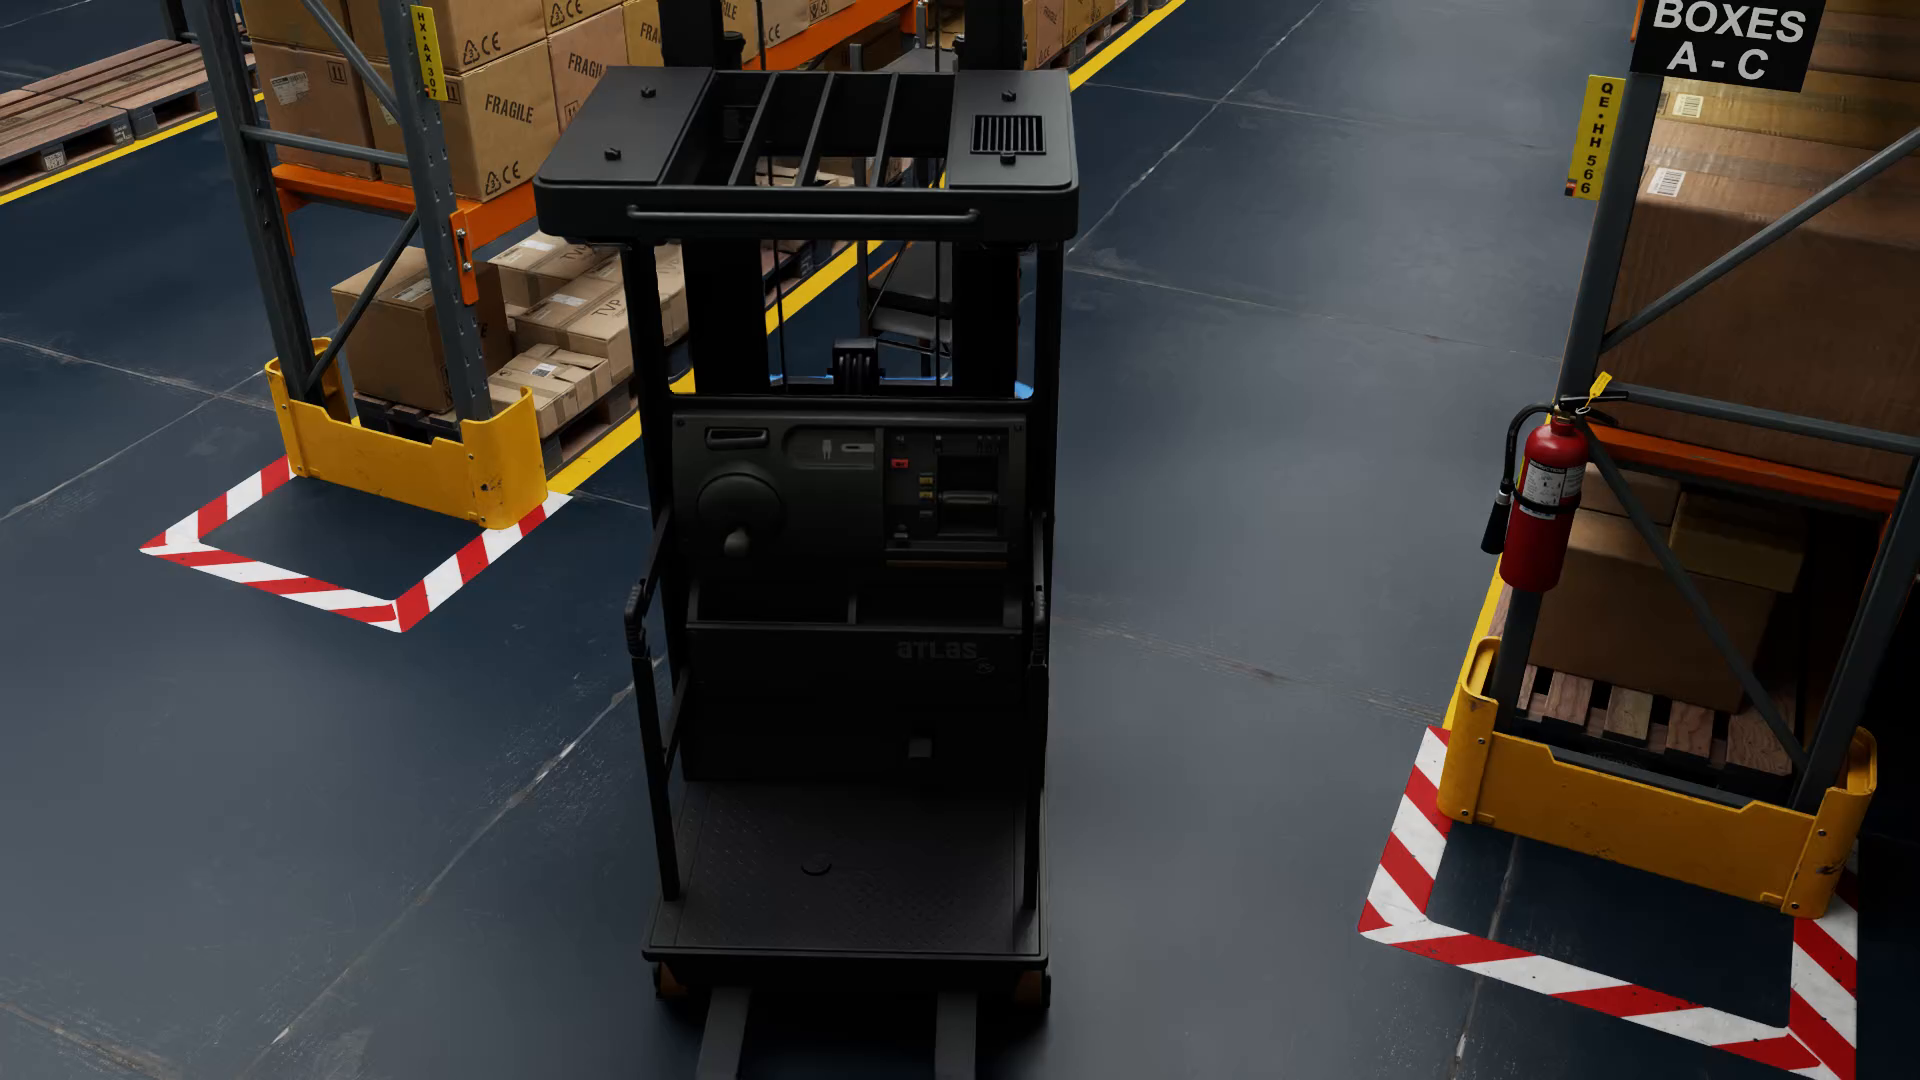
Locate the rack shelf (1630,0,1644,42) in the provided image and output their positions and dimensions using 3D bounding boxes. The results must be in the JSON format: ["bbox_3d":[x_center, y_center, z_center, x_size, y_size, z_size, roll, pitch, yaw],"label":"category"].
[{"bbox_3d":[2.984,-2.280,5.412,1.077,0.370,4.000,14,36,20],"label":"rack shelf"}]

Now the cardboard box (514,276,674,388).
[{"bbox_3d":[-1.660,-0.954,7.576,0.500,0.250,0.500,14,36,20],"label":"cardboard box"}]

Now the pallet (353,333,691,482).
[{"bbox_3d":[-1.989,-0.734,7.677,1.003,0.211,1.213,14,36,20],"label":"pallet"}]

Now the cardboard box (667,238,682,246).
[{"bbox_3d":[-1.462,-1.660,8.422,0.797,0.503,0.637,14,36,20],"label":"cardboard box"}]

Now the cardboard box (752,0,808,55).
[{"bbox_3d":[-1.084,-2.678,8.007,0.500,0.500,0.500,15,36,22],"label":"cardboard box"}]

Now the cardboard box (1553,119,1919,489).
[{"bbox_3d":[2.351,-0.712,4.827,0.980,0.700,0.700,16,36,23],"label":"cardboard box"}]

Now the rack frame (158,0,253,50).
[{"bbox_3d":[-5.178,-4.595,11.023,1.000,3.000,0.127,14,36,20],"label":"rack frame"}]

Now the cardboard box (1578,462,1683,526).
[{"bbox_3d":[2.237,-0.209,5.639,0.380,0.149,0.250,14,36,20],"label":"cardboard box"}]

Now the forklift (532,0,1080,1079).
[{"bbox_3d":[-0.295,-0.082,4.202,1.130,2.935,3.031,1,33,1],"label":"forklift"}]

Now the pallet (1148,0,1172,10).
[{"bbox_3d":[1.373,-4.684,13.701,1.003,0.211,1.213,14,36,20],"label":"pallet"}]

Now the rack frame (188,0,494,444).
[{"bbox_3d":[-2.354,-1.465,6.249,1.000,3.000,0.127,14,36,20],"label":"rack frame"}]

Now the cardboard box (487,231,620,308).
[{"bbox_3d":[-1.925,-1.293,8.092,0.500,0.250,0.500,14,36,20],"label":"cardboard box"}]

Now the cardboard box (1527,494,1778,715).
[{"bbox_3d":[2.349,0.168,5.655,0.700,0.500,0.500,14,36,20],"label":"cardboard box"}]

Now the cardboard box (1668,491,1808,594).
[{"bbox_3d":[2.478,0.005,5.313,0.380,0.149,0.250,14,36,21],"label":"cardboard box"}]

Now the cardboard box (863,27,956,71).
[{"bbox_3d":[-0.257,-2.781,10.134,0.500,0.500,0.500,13,35,18],"label":"cardboard box"}]

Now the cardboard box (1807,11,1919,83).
[{"bbox_3d":[2.973,-1.455,5.959,0.980,0.700,0.700,12,35,18],"label":"cardboard box"}]

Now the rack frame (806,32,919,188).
[{"bbox_3d":[-0.680,-3.457,9.287,1.000,3.000,0.127,14,36,20],"label":"rack frame"}]

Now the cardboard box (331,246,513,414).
[{"bbox_3d":[-2.350,-0.931,7.313,0.500,0.500,0.500,14,36,20],"label":"cardboard box"}]

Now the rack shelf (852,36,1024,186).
[{"bbox_3d":[-0.069,-1.370,5.672,0.431,0.518,0.480,14,36,20],"label":"rack shelf"}]

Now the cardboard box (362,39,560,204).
[{"bbox_3d":[-1.929,-1.667,6.466,0.500,0.500,0.500,15,36,21],"label":"cardboard box"}]

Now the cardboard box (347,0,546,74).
[{"bbox_3d":[-1.929,-2.085,6.192,0.500,0.500,0.500,15,36,22],"label":"cardboard box"}]

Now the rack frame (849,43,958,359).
[{"bbox_3d":[-0.171,-0.674,5.863,0.400,2.100,0.015,14,36,20],"label":"rack frame"}]

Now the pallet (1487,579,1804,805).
[{"bbox_3d":[2.410,0.420,5.918,1.003,0.211,1.213,14,36,20],"label":"pallet"}]

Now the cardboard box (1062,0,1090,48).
[{"bbox_3d":[0.598,-3.811,11.704,0.500,0.500,0.500,13,35,19],"label":"cardboard box"}]

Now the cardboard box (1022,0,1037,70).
[{"bbox_3d":[0.172,-3.296,10.920,0.500,0.500,0.500,15,36,21],"label":"cardboard box"}]

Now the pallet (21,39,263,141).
[{"bbox_3d":[-5.450,-3.054,11.215,1.003,0.211,1.213,14,36,20],"label":"pallet"}]

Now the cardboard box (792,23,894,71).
[{"bbox_3d":[-0.734,-2.907,10.327,0.500,0.500,0.500,14,36,20],"label":"cardboard box"}]

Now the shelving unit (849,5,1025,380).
[{"bbox_3d":[-0.069,-0.796,6.049,0.431,2.100,0.503,14,36,20],"label":"shelving unit"}]

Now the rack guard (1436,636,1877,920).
[{"bbox_3d":[2.137,0.727,5.186,1.175,0.500,0.348,14,36,20],"label":"rack guard"}]

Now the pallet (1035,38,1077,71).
[{"bbox_3d":[0.135,-3.315,11.613,1.003,0.211,1.213,14,36,20],"label":"pallet"}]

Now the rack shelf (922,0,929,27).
[{"bbox_3d":[0.156,-4.152,11.003,1.077,0.370,4.000,14,36,20],"label":"rack shelf"}]

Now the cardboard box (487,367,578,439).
[{"bbox_3d":[-1.867,-0.587,7.108,0.380,0.149,0.250,14,36,20],"label":"cardboard box"}]

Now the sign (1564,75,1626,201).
[{"bbox_3d":[1.660,-1.045,4.336,0.100,0.325,0.005,14,36,20],"label":"sign"}]

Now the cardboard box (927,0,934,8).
[{"bbox_3d":[-0.310,-3.401,11.080,0.500,0.500,0.500,15,36,21],"label":"cardboard box"}]

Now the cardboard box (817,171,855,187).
[{"bbox_3d":[-0.764,-1.900,9.110,0.380,0.149,0.250,14,36,20],"label":"cardboard box"}]

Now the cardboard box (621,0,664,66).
[{"bbox_3d":[-1.505,-2.175,7.240,0.500,0.500,0.500,14,36,20],"label":"cardboard box"}]

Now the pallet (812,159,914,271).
[{"bbox_3d":[-0.969,-1.949,9.530,1.003,0.211,1.213,14,36,20],"label":"pallet"}]

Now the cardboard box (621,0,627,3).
[{"bbox_3d":[-1.503,-2.596,6.970,0.500,0.500,0.500,15,36,21],"label":"cardboard box"}]
